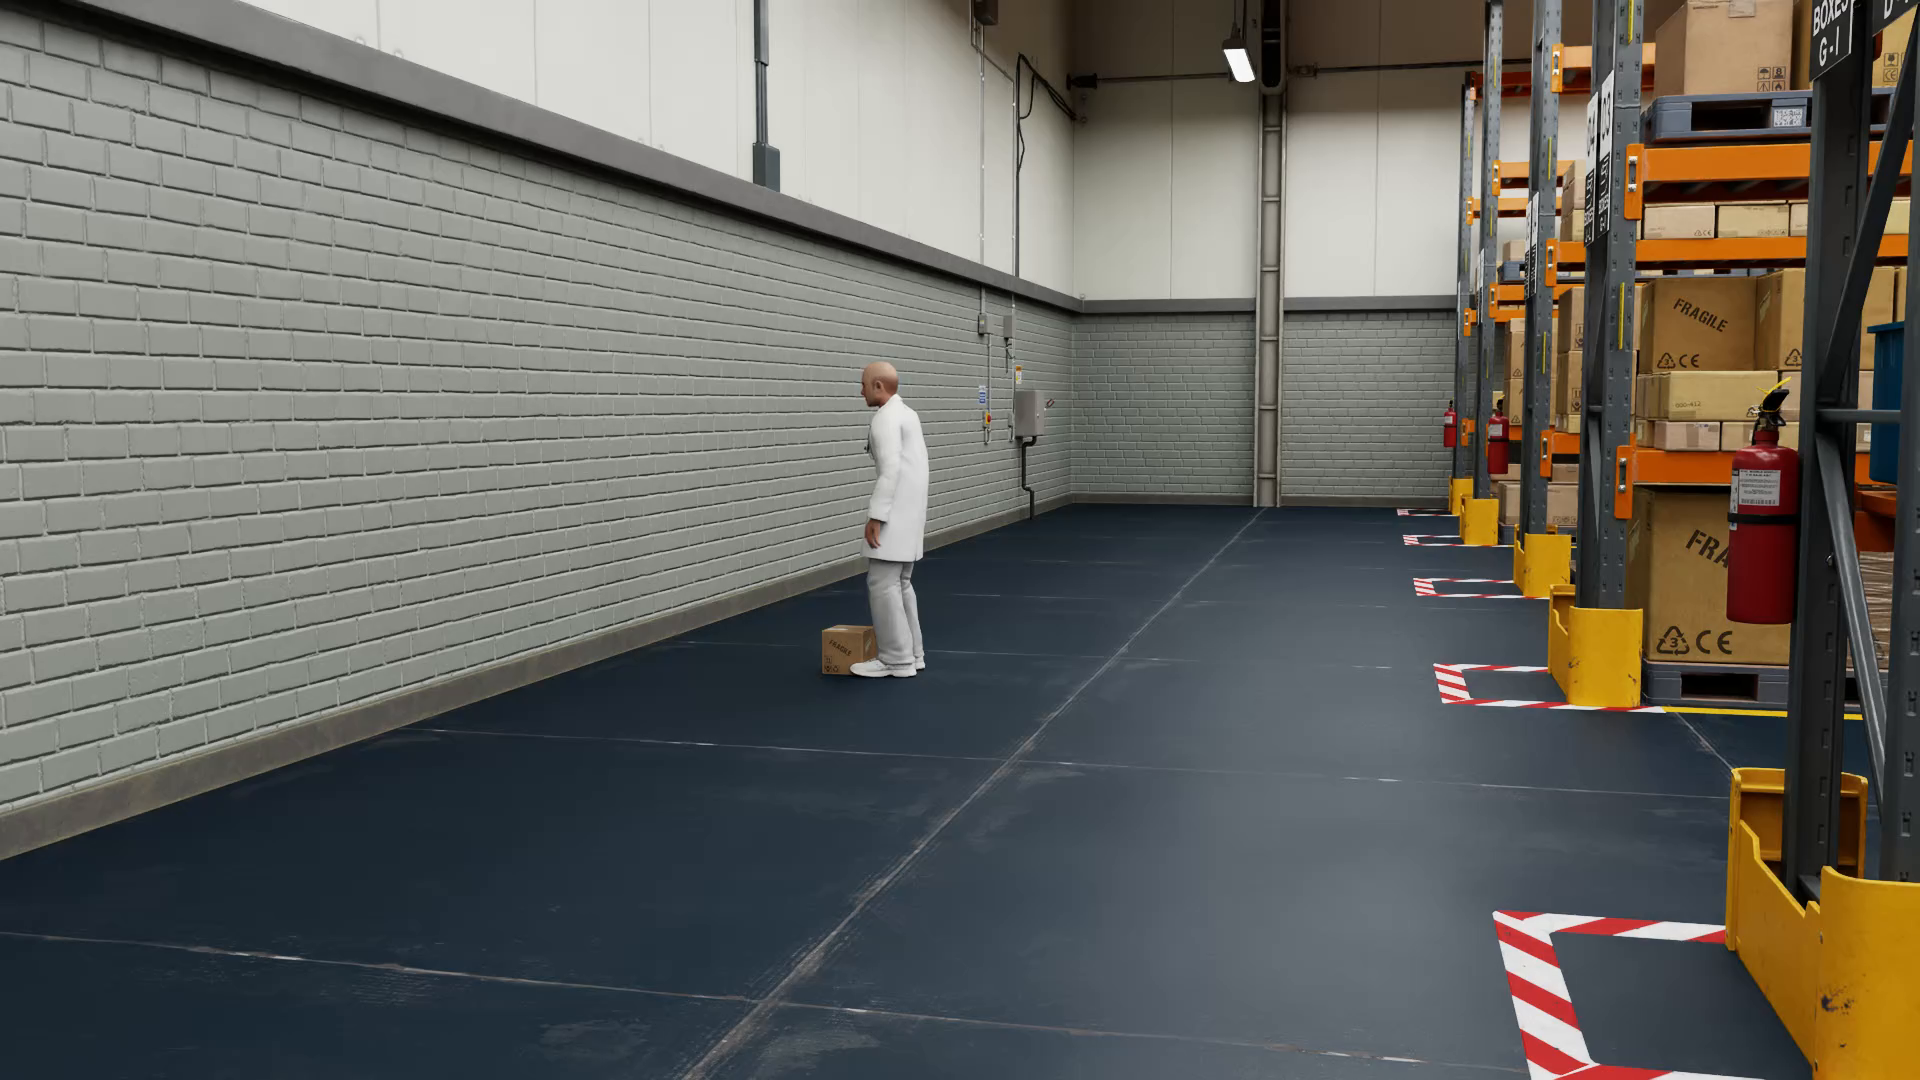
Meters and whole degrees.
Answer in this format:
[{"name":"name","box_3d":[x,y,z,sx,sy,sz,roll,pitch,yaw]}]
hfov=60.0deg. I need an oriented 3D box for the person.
[{"name":"person","box_3d":[-0.389,-0.122,9.440,0.416,1.774,0.652,1,5,13]}]
